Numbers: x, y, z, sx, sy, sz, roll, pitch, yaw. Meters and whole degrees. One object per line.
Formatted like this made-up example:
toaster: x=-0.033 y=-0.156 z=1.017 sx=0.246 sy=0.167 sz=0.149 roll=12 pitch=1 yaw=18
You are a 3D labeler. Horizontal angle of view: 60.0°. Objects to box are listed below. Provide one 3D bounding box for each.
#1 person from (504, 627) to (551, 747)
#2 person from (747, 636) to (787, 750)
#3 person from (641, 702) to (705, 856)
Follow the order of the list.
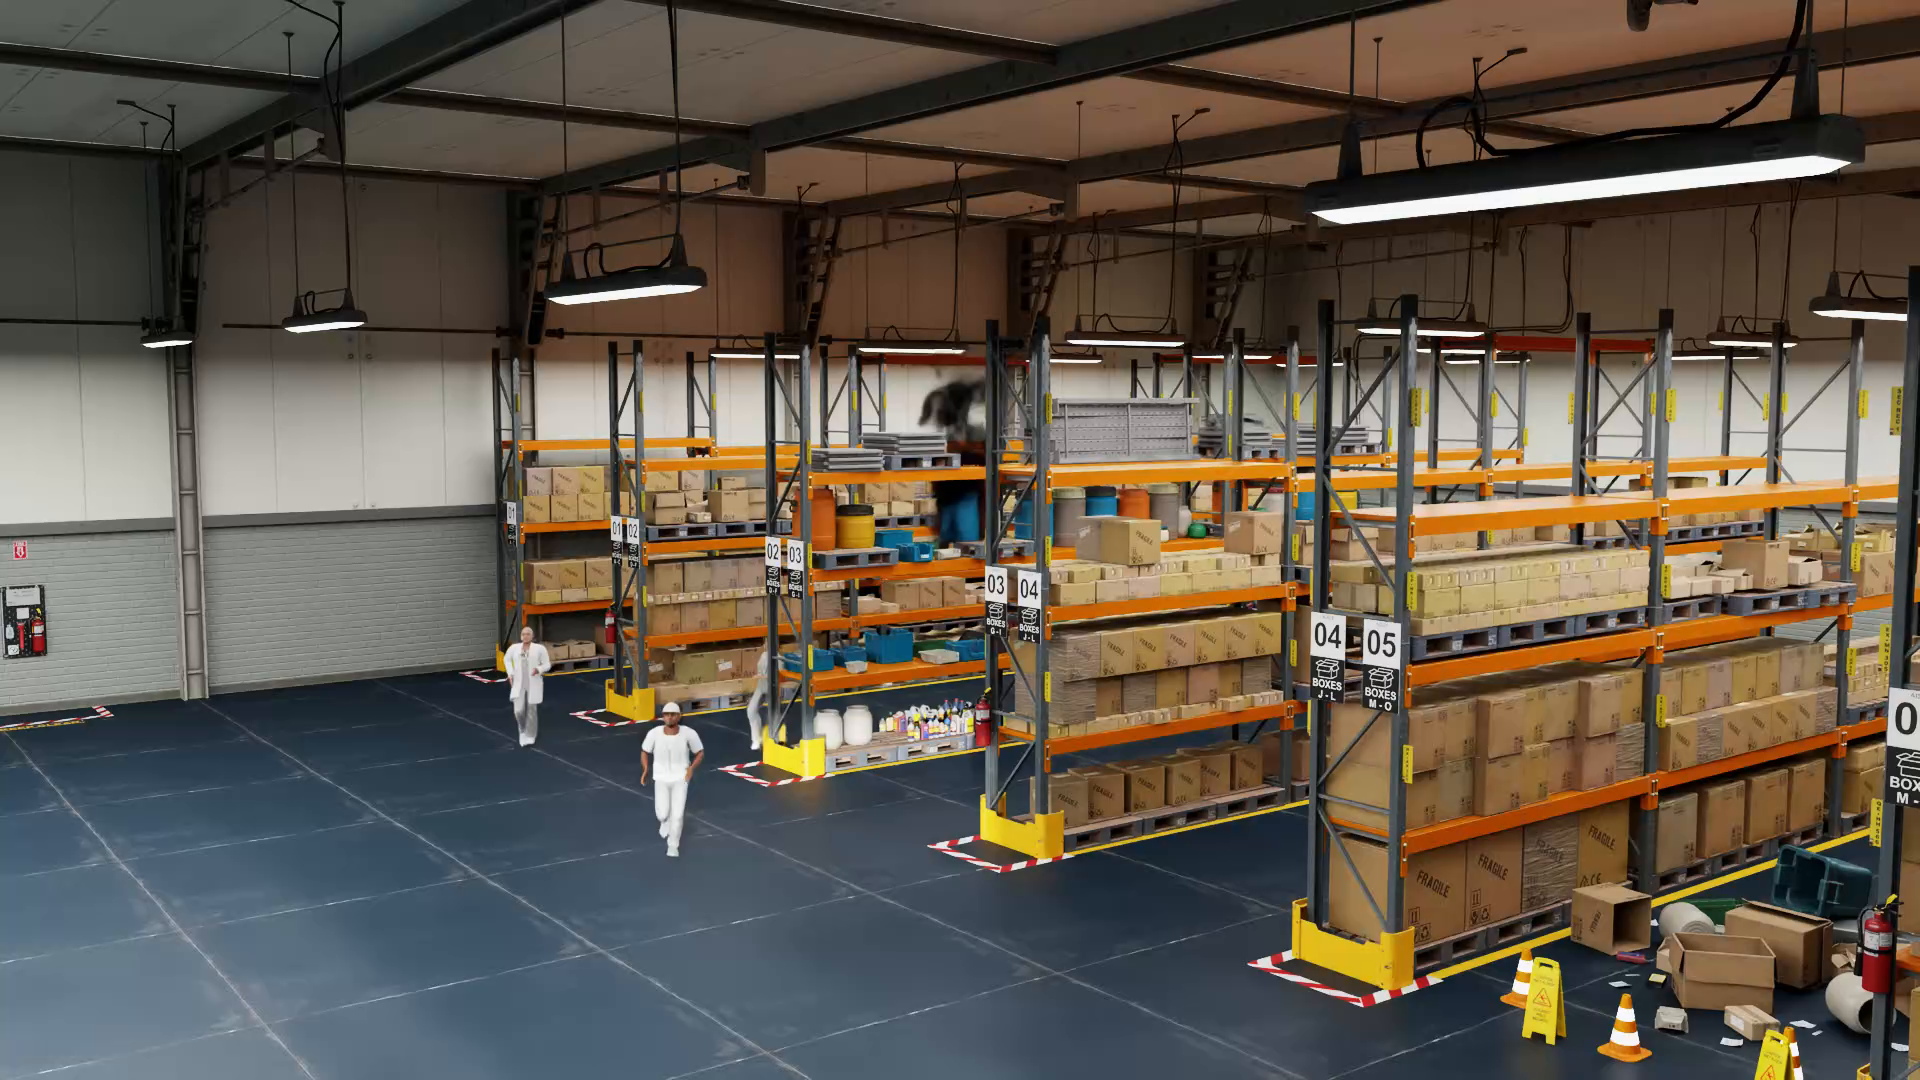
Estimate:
person: x=-6.359 y=2.160 z=24.342 sx=0.710 sy=1.765 sz=0.666 roll=0 pitch=5 yaw=-5
person: x=-2.754 y=2.222 z=24.274 sx=0.544 sy=1.712 sz=0.705 roll=4 pitch=6 yaw=35
person: x=-3.232 y=2.673 z=18.706 sx=0.718 sy=1.712 sz=0.578 roll=0 pitch=5 yaw=-5
